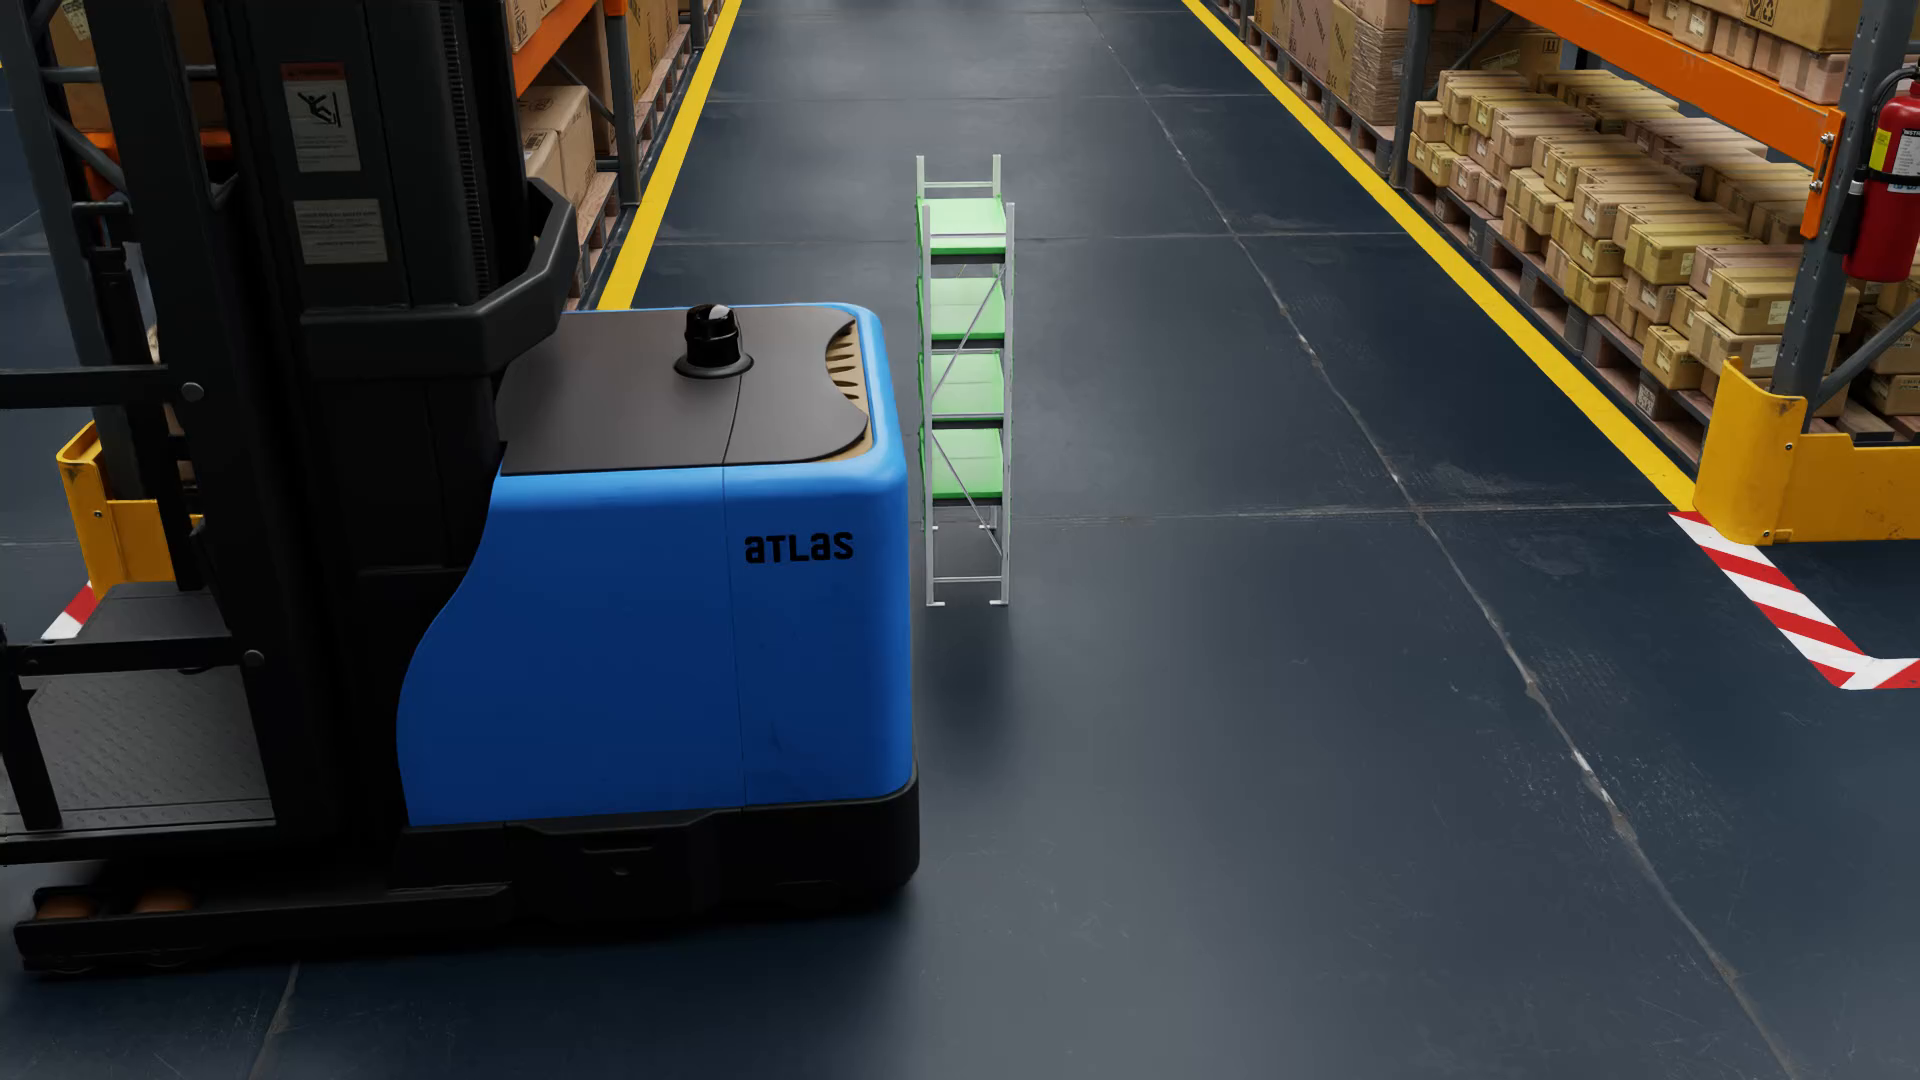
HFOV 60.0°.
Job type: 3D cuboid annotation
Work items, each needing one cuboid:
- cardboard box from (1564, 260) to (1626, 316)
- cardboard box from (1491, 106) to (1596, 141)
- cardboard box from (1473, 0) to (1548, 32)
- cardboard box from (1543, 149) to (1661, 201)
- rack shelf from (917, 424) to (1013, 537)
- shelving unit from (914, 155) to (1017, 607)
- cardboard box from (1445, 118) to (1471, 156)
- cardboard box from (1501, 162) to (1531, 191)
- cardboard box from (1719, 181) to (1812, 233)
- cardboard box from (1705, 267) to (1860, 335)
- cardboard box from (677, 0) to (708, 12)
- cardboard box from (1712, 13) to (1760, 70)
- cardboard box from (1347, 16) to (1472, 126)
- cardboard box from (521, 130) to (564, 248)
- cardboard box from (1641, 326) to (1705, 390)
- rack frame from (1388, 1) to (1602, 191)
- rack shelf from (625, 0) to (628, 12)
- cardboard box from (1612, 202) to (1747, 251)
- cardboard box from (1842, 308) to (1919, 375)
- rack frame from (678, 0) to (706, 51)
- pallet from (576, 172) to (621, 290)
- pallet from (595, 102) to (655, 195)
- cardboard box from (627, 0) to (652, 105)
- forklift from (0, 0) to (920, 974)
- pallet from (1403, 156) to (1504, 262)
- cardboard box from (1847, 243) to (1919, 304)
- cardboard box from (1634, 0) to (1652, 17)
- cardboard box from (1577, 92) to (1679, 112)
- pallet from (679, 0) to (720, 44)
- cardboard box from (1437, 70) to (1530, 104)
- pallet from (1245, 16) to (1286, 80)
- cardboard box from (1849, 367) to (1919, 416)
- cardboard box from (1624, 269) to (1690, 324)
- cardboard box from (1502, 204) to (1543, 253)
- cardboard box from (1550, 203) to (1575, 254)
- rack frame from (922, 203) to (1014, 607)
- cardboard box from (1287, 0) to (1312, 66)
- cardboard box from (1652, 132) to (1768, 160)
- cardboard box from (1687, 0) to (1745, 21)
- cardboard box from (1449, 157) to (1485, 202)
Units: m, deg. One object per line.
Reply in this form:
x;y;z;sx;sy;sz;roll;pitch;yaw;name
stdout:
2.622;-1.000;6.552;0.380;0.149;0.250;-3;28;-5;cardboard box
2.658;-1.874;7.585;0.380;0.149;0.250;-2;28;-4;cardboard box
3.019;-2.975;9.148;0.500;0.250;0.500;-3;28;-5;cardboard box
2.660;-1.516;6.899;0.380;0.149;0.250;-1;28;-2;cardboard box
0.009;-0.186;4.967;0.258;0.148;0.480;-1;28;-3;rack shelf
0.009;-0.456;4.826;0.258;1.200;0.503;-1;28;-3;shelving unit
2.595;-1.981;8.111;0.380;0.149;0.250;-1;28;-2;cardboard box
2.646;-1.617;7.413;0.380;0.149;0.250;0;28;0;cardboard box
3.194;-1.290;6.465;0.380;0.149;0.250;0;28;-1;cardboard box
2.721;-0.794;5.513;0.380;0.149;0.250;-1;28;-2;cardboard box
-2.373;-4.180;12.408;0.950;0.372;0.625;-3;28;-6;cardboard box
2.699;-1.633;5.409;0.380;0.149;0.250;-2;28;-3;cardboard box
2.503;-2.630;9.298;0.500;0.500;0.500;-2;28;-4;cardboard box
-2.172;-1.395;6.997;0.875;0.438;0.875;-2;28;-4;cardboard box
2.652;-0.646;5.873;0.380;0.149;0.250;-1;28;-1;cardboard box
2.793;-3.217;8.173;1.000;3.000;0.127;-1;28;-3;rack frame
-2.249;-3.655;9.792;1.077;0.370;4.000;-1;28;-3;rack shelf
2.675;-1.149;6.194;0.380;0.149;0.250;-2;28;-5;cardboard box
3.231;-0.672;5.601;0.380;0.149;0.250;0;28;0;cardboard box
-2.354;-4.898;11.397;1.000;3.000;0.127;-1;28;-3;rack frame
-2.183;-1.461;7.823;1.003;0.211;1.213;-1;28;-3;pallet
-2.260;-2.168;9.179;1.003;0.211;1.213;-1;28;-3;pallet
-2.312;-2.996;9.594;0.875;0.875;0.875;-1;28;-1;cardboard box
-1.641;-0.644;3.315;3.031;2.935;1.130;-3;28;-5;forklift
2.864;-1.671;8.225;1.003;0.211;1.213;-1;28;-3;pallet
3.180;-0.930;5.774;0.380;0.149;0.250;-1;28;-2;cardboard box
2.724;-1.999;6.110;0.380;0.149;0.250;-3;28;-5;cardboard box
3.145;-2.013;7.851;0.380;0.149;0.250;-2;28;-3;cardboard box
-2.393;-4.022;12.733;1.003;0.211;1.213;-1;28;-3;pallet
2.604;-2.238;8.283;0.380;0.149;0.250;0;28;-1;cardboard box
2.624;-3.466;11.668;1.003;0.211;1.213;-1;28;-3;pallet
3.294;-0.541;5.673;0.380;0.149;0.250;-1;28;-2;cardboard box
2.661;-0.900;6.039;0.380;0.149;0.250;-2;28;-5;cardboard box
2.600;-1.365;7.251;0.380;0.149;0.250;-2;28;-4;cardboard box
2.626;-1.258;6.725;0.380;0.149;0.250;0;28;0;cardboard box
0.021;-0.343;4.610;0.240;1.200;0.015;-1;28;-3;rack frame
2.428;-3.340;10.659;0.500;0.500;0.500;-2;28;-4;cardboard box
3.213;-1.644;7.144;0.380;0.149;0.250;-2;28;-4;cardboard box
2.700;-1.985;5.382;0.500;0.500;0.500;-2;28;-3;cardboard box
2.570;-1.726;7.945;0.380;0.149;0.250;-2;28;-3;cardboard box
